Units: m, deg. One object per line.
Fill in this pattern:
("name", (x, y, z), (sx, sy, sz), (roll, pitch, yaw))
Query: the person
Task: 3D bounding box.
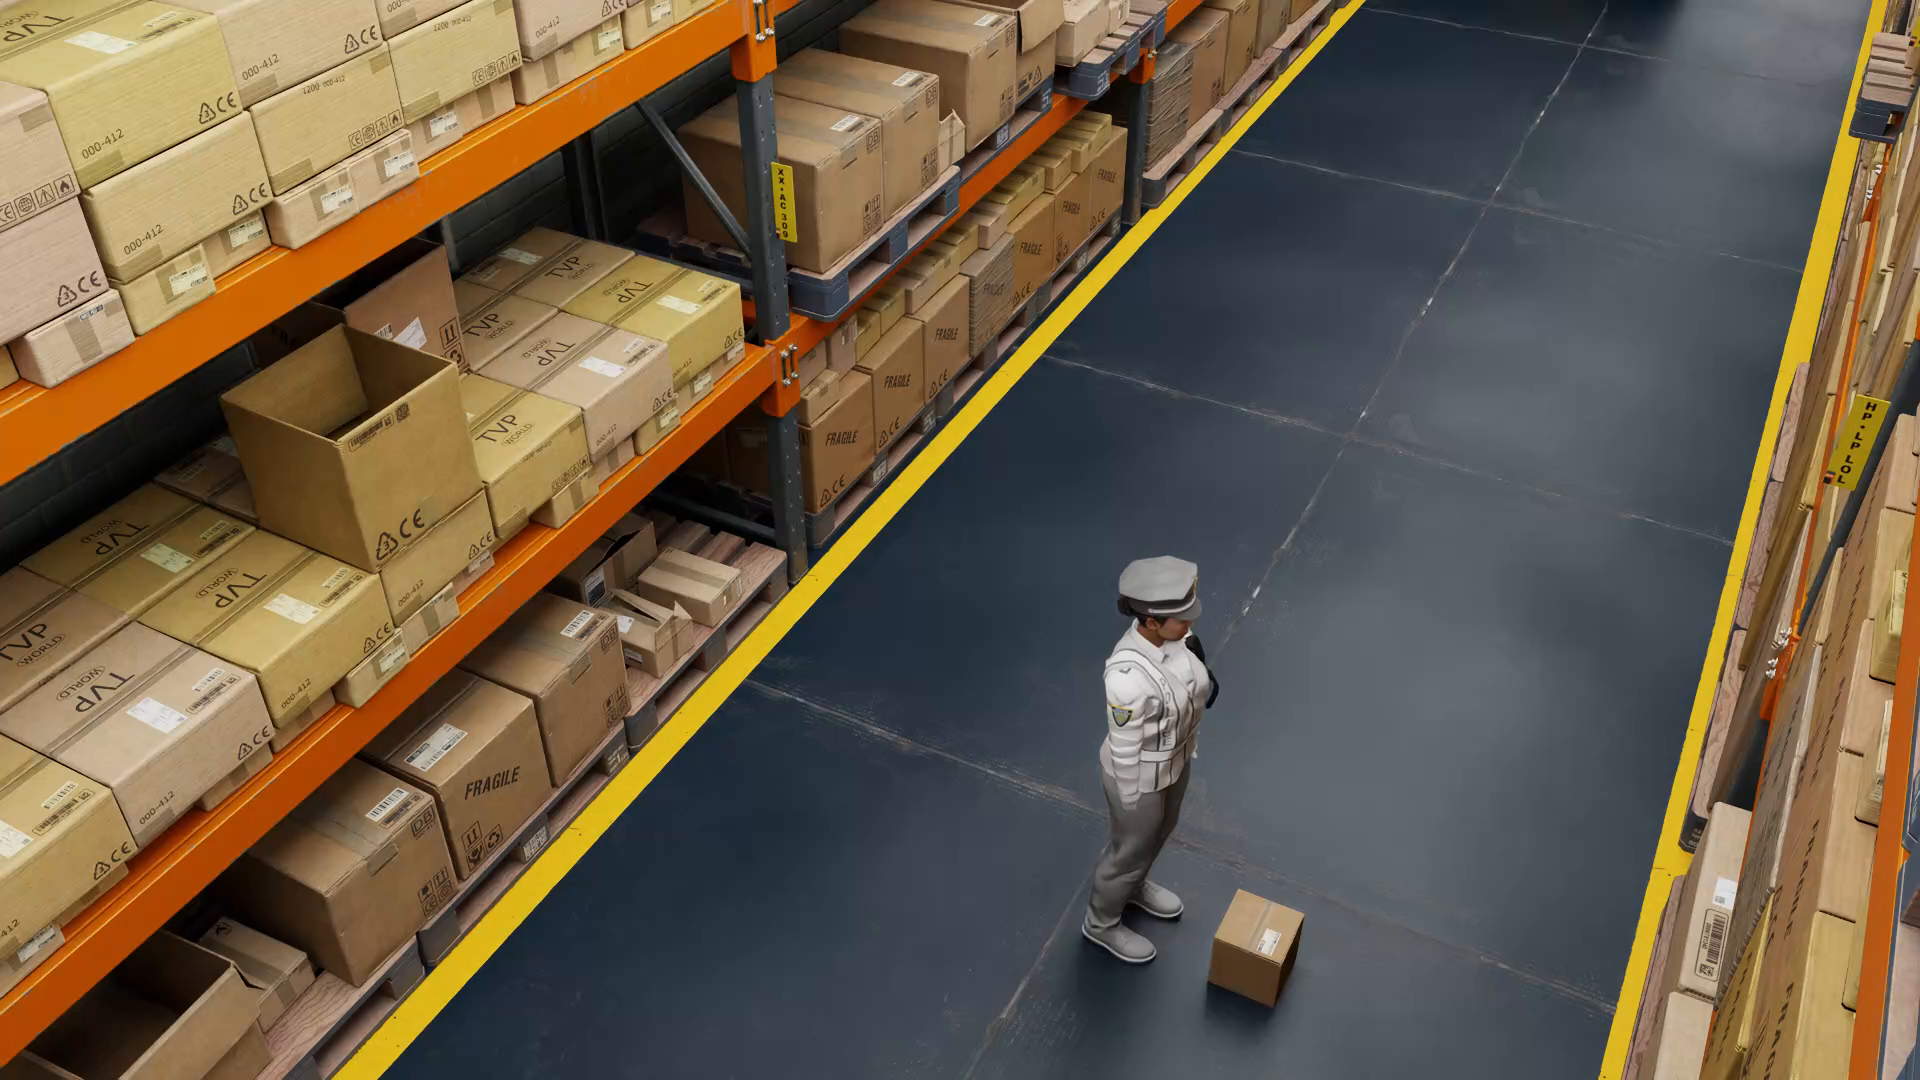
("person", (0.638, 0.768, 5.674), (0.306, 1.669, 0.361), (19, 42, 22))
